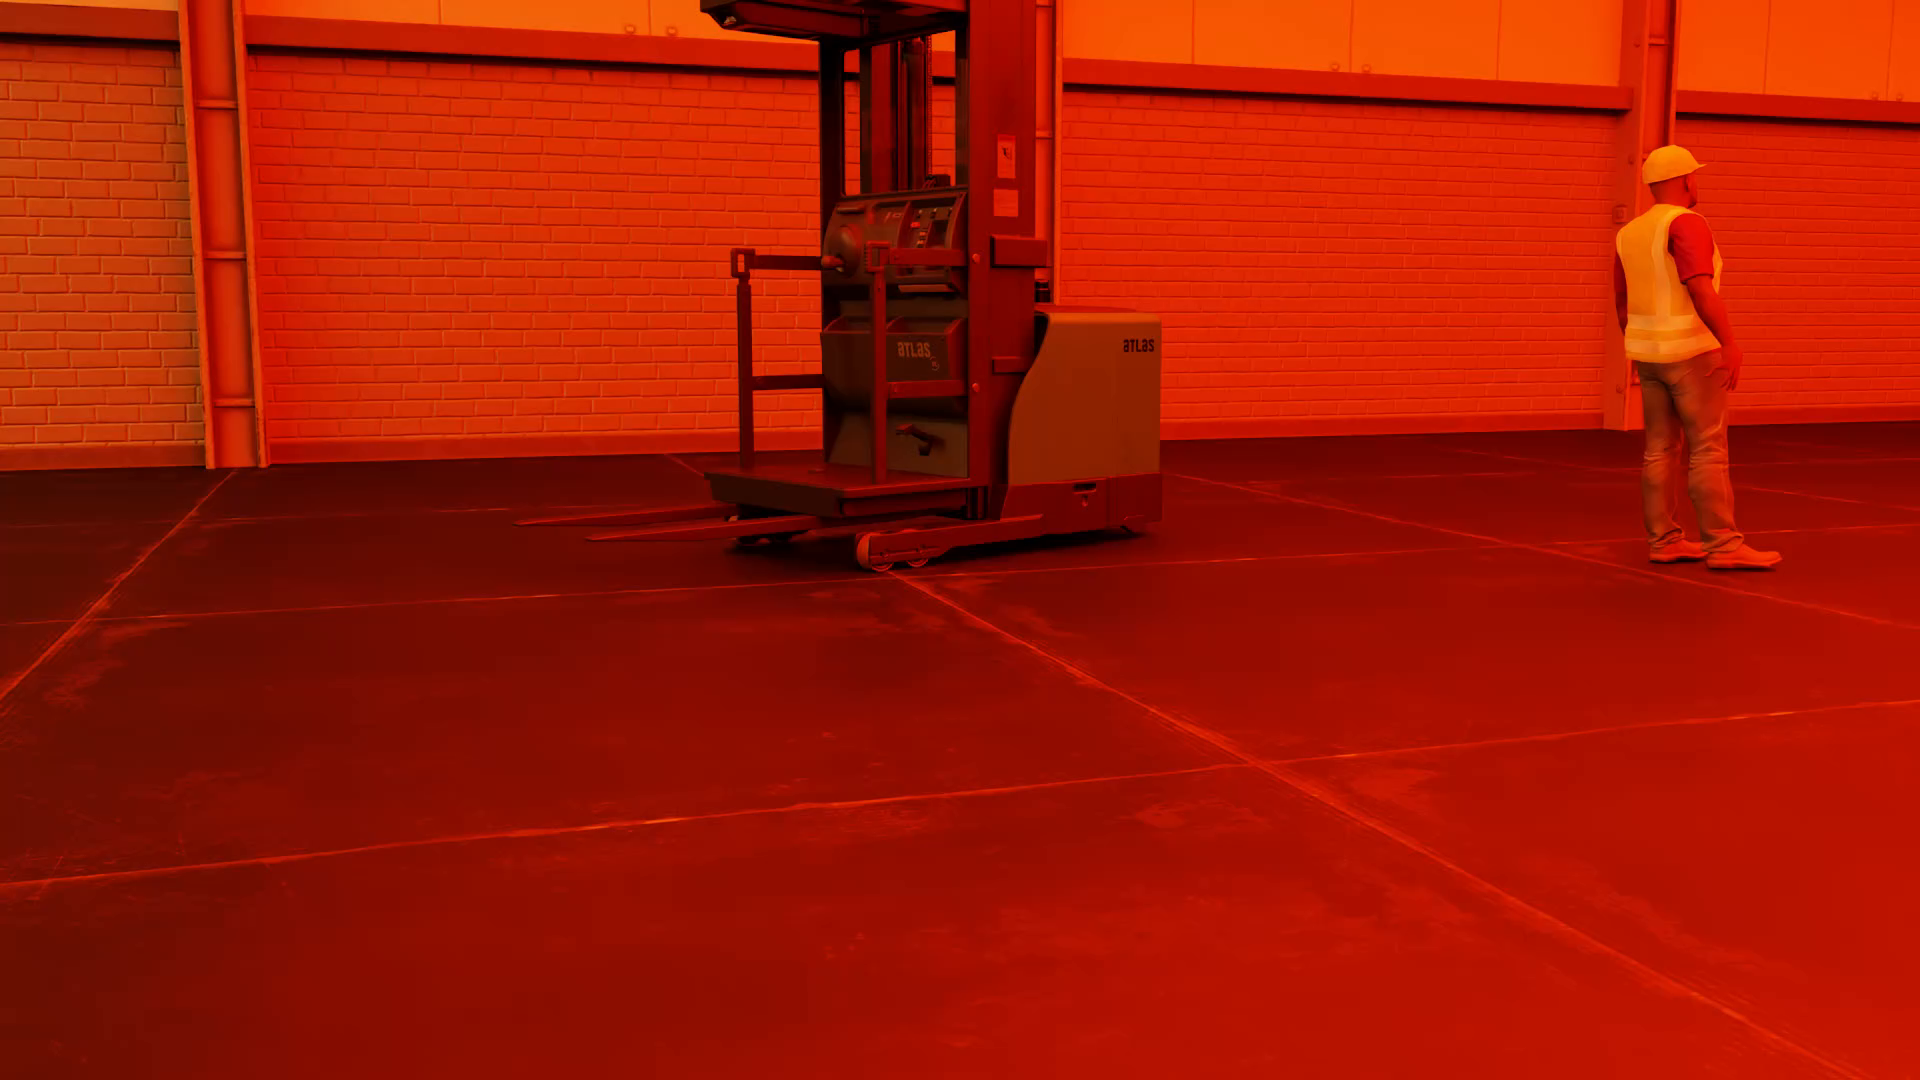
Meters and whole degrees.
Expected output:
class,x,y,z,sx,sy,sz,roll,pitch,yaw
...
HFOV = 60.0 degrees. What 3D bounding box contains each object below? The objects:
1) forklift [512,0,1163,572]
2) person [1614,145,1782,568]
class,x,y,z,sx,sy,sz,roll,pitch,yaw
forklift,-0.461,-1.399,7.333,3.031,2.935,1.130,-7,10,-40
person,3.127,-0.787,7.107,0.575,1.767,0.666,-2,8,-13
